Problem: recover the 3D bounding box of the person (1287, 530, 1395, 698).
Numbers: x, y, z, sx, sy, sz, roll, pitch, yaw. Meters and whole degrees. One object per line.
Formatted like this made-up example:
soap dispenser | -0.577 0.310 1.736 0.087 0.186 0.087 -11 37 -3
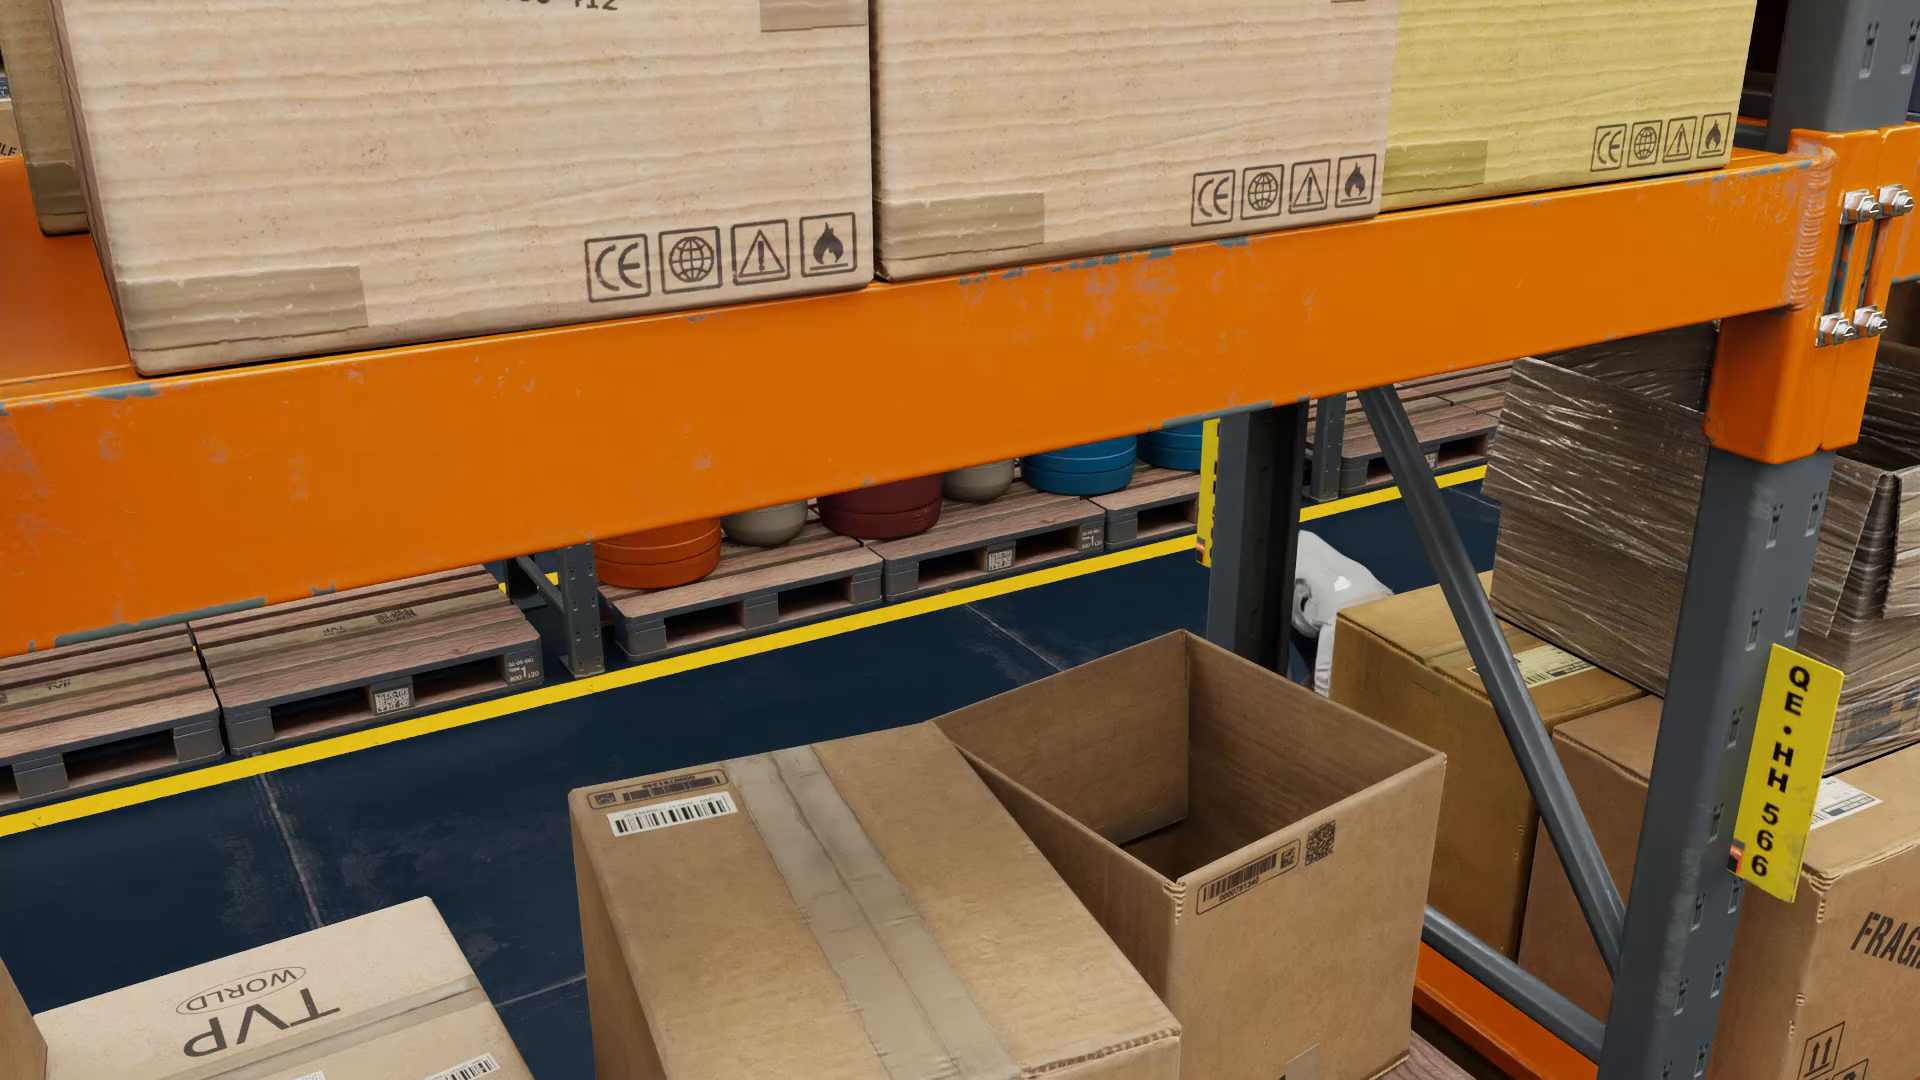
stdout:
person | 1.241 0.505 5.664 0.396 0.990 0.871 -14 26 -30
